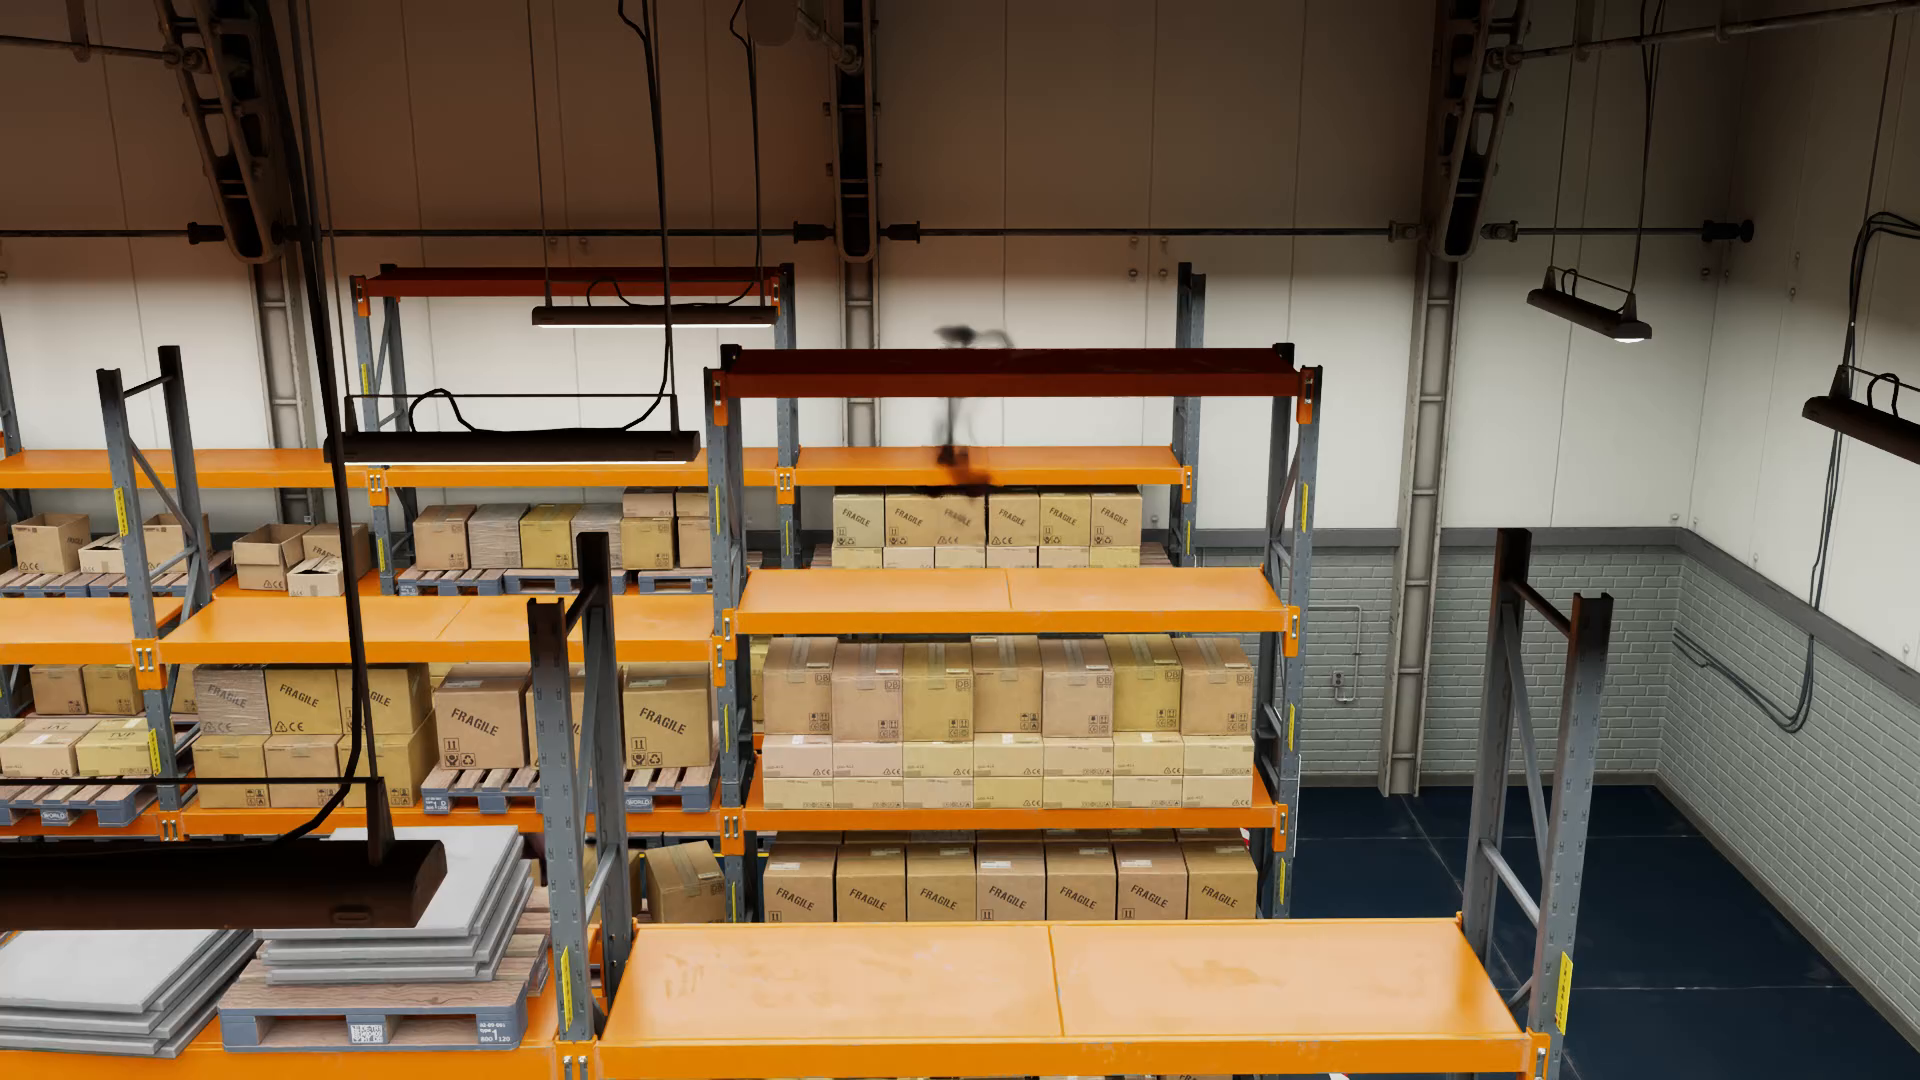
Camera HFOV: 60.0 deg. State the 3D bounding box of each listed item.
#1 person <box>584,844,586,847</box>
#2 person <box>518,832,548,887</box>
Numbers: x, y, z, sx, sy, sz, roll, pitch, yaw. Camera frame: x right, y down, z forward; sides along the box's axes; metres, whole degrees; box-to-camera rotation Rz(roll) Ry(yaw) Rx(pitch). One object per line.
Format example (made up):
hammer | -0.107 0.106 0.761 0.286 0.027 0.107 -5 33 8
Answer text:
person | -3.797 2.824 15.753 0.961 1.737 0.691 -3 16 -10
person | -3.826 3.039 14.942 1.011 1.801 0.749 1 16 5
